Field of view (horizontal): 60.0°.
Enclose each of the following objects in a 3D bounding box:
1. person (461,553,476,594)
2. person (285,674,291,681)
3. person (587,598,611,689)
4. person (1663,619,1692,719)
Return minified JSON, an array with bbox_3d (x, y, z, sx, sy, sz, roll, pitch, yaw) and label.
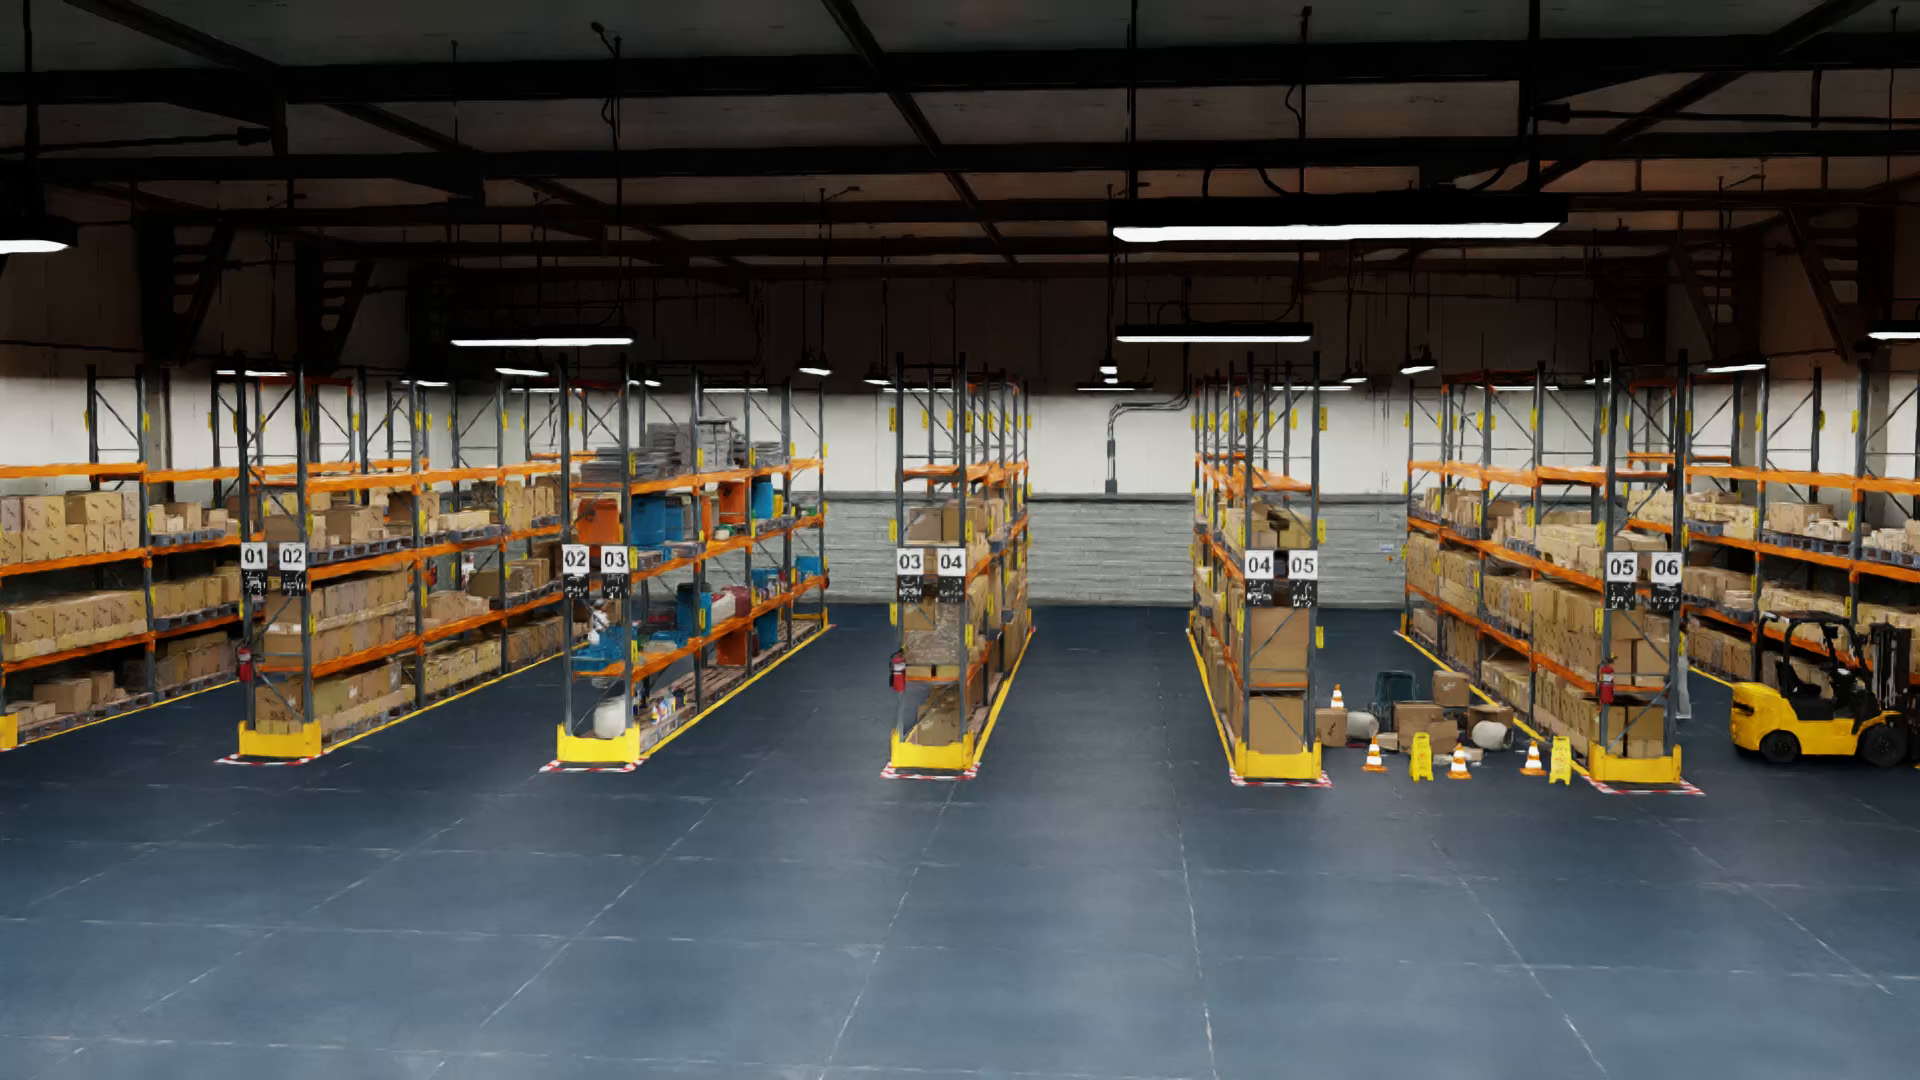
[{"bbox_3d":[-12.570,1.159,42.367,0.435,1.676,0.657,3,5,35],"label":"person"},{"bbox_3d":[-11.645,2.056,29.290,0.577,1.733,1.043,0,4,5],"label":"person"},{"bbox_3d":[-6.768,1.933,31.327,0.463,1.673,0.580,-2,4,-25],"label":"person"},{"bbox_3d":[12.098,2.158,28.068,0.564,1.666,0.564,3,5,36],"label":"person"}]
